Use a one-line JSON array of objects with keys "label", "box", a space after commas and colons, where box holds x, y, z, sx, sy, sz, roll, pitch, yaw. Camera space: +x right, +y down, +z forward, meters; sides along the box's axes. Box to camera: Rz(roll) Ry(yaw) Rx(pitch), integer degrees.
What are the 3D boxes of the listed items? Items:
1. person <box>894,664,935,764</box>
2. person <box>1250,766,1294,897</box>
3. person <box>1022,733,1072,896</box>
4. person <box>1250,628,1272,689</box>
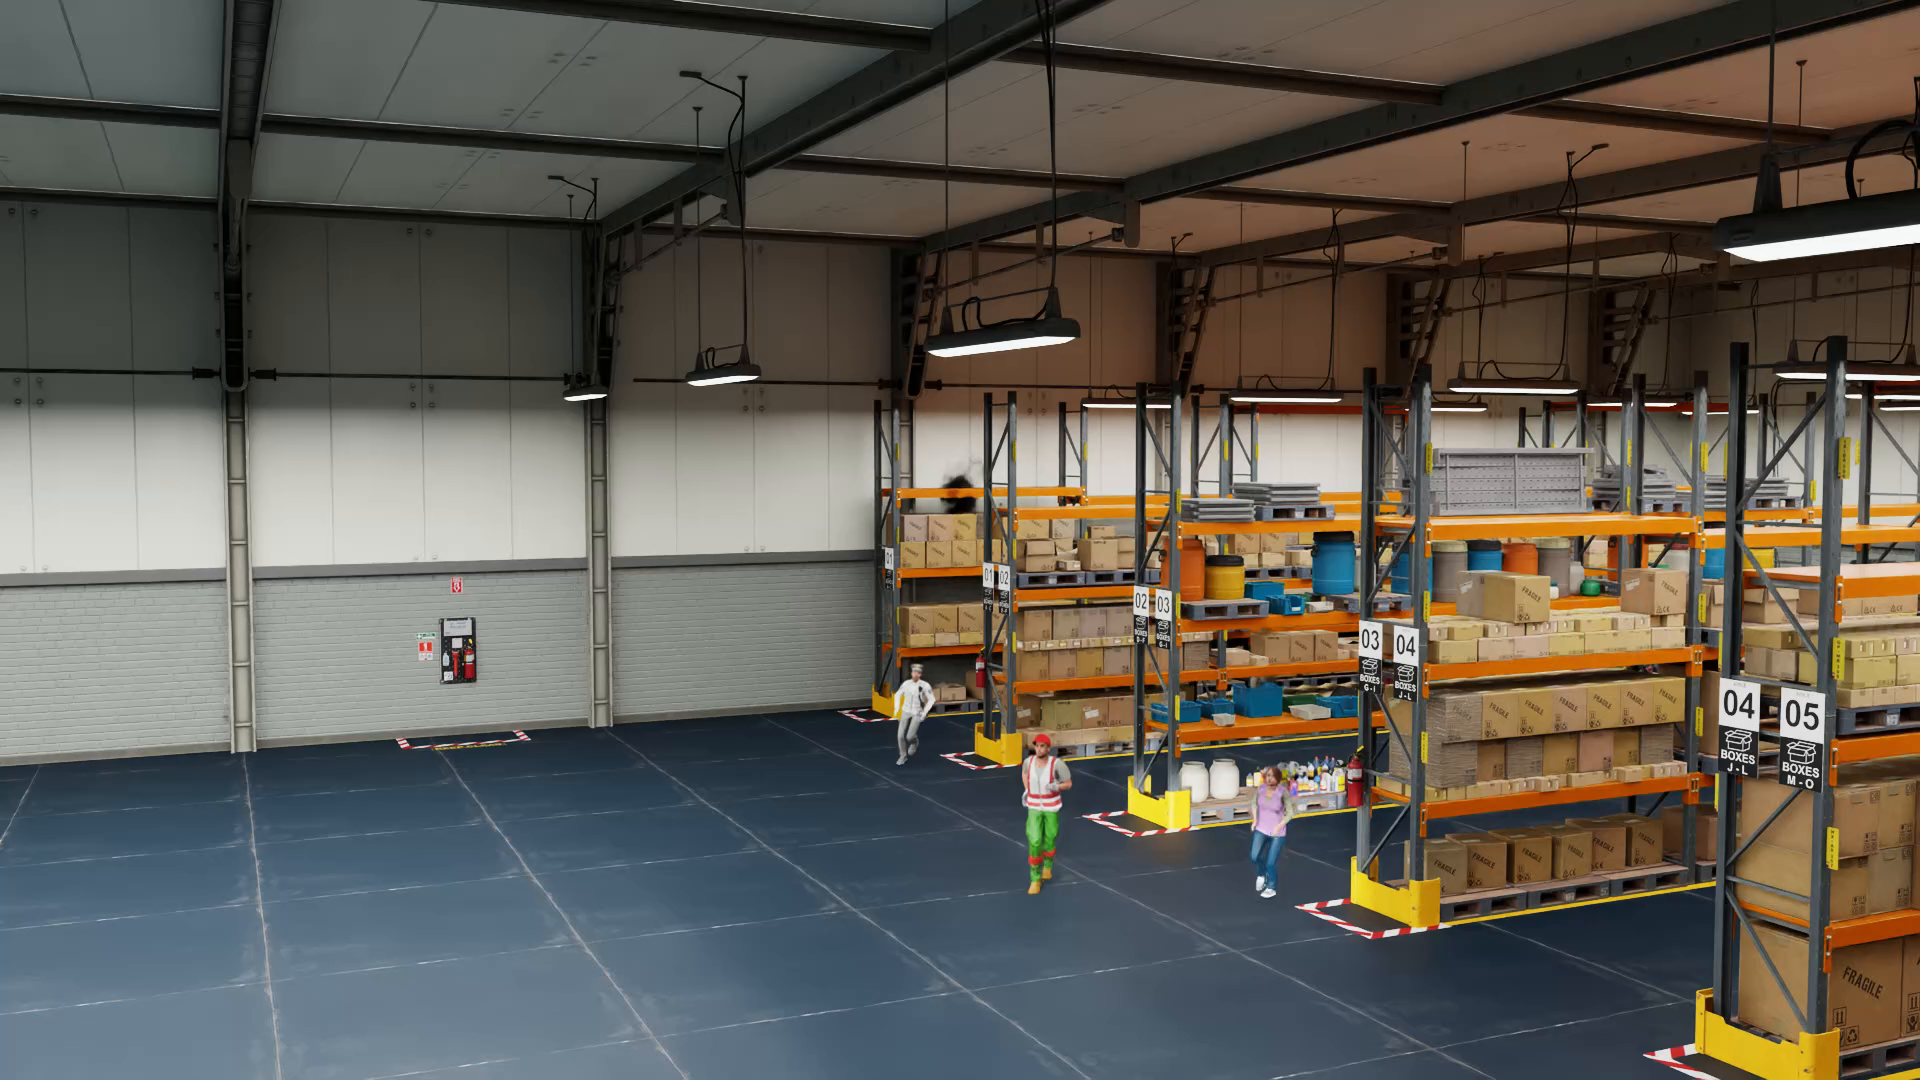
[{"label": "person", "box": [-0.745, 2.806, 26.855, 0.664, 1.651, 0.515, 1, 3, 18]}, {"label": "person", "box": [3.495, 3.302, 18.775, 0.535, 1.535, 0.559, 2, 4, 29]}, {"label": "person", "box": [0.999, 3.153, 19.298, 0.620, 1.848, 0.804, 1, 3, 11]}, {"label": "person", "box": [5.858, 2.466, 31.937, 0.645, 1.675, 0.664, -2, 4, -33]}]
